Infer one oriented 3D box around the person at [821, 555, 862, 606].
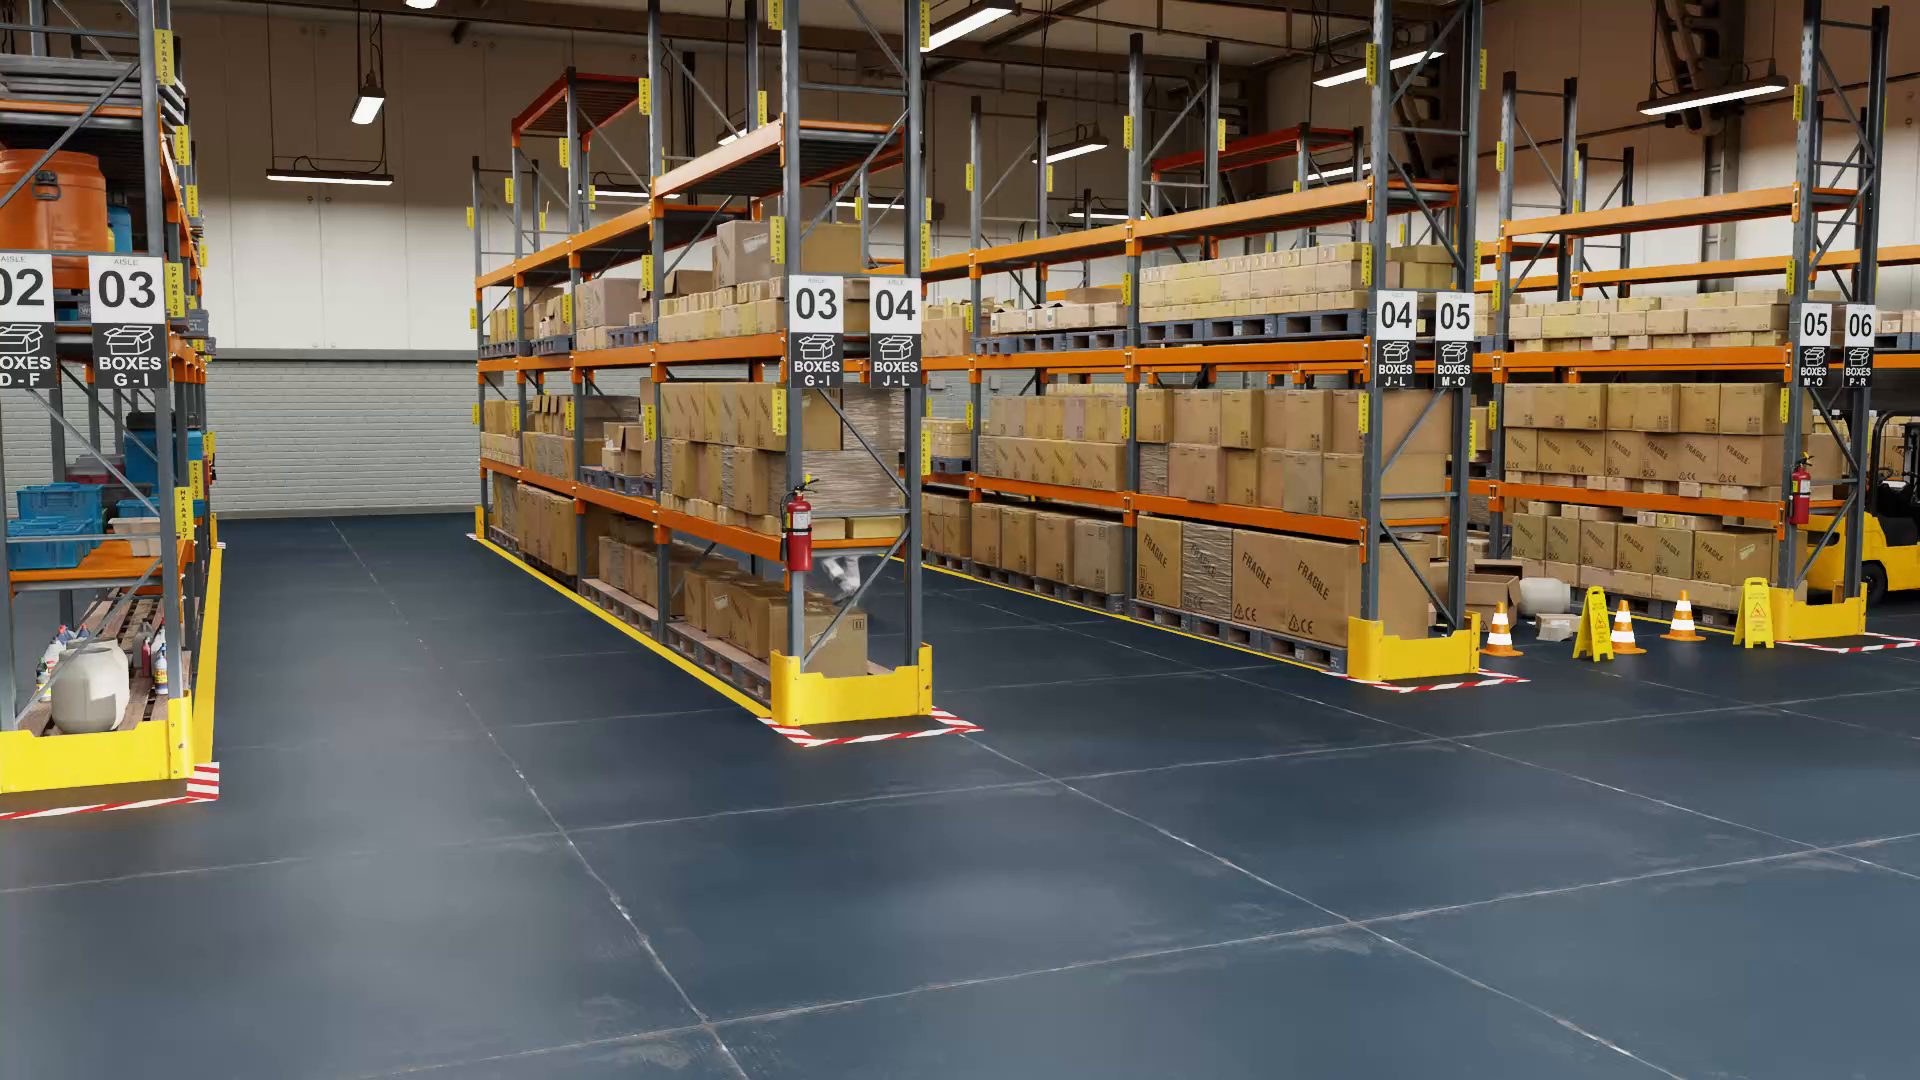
[{"bbox_3d":[-1.207,-0.122,17.799,0.595,1.782,0.528,-4,7,-36],"label":"person"}]
